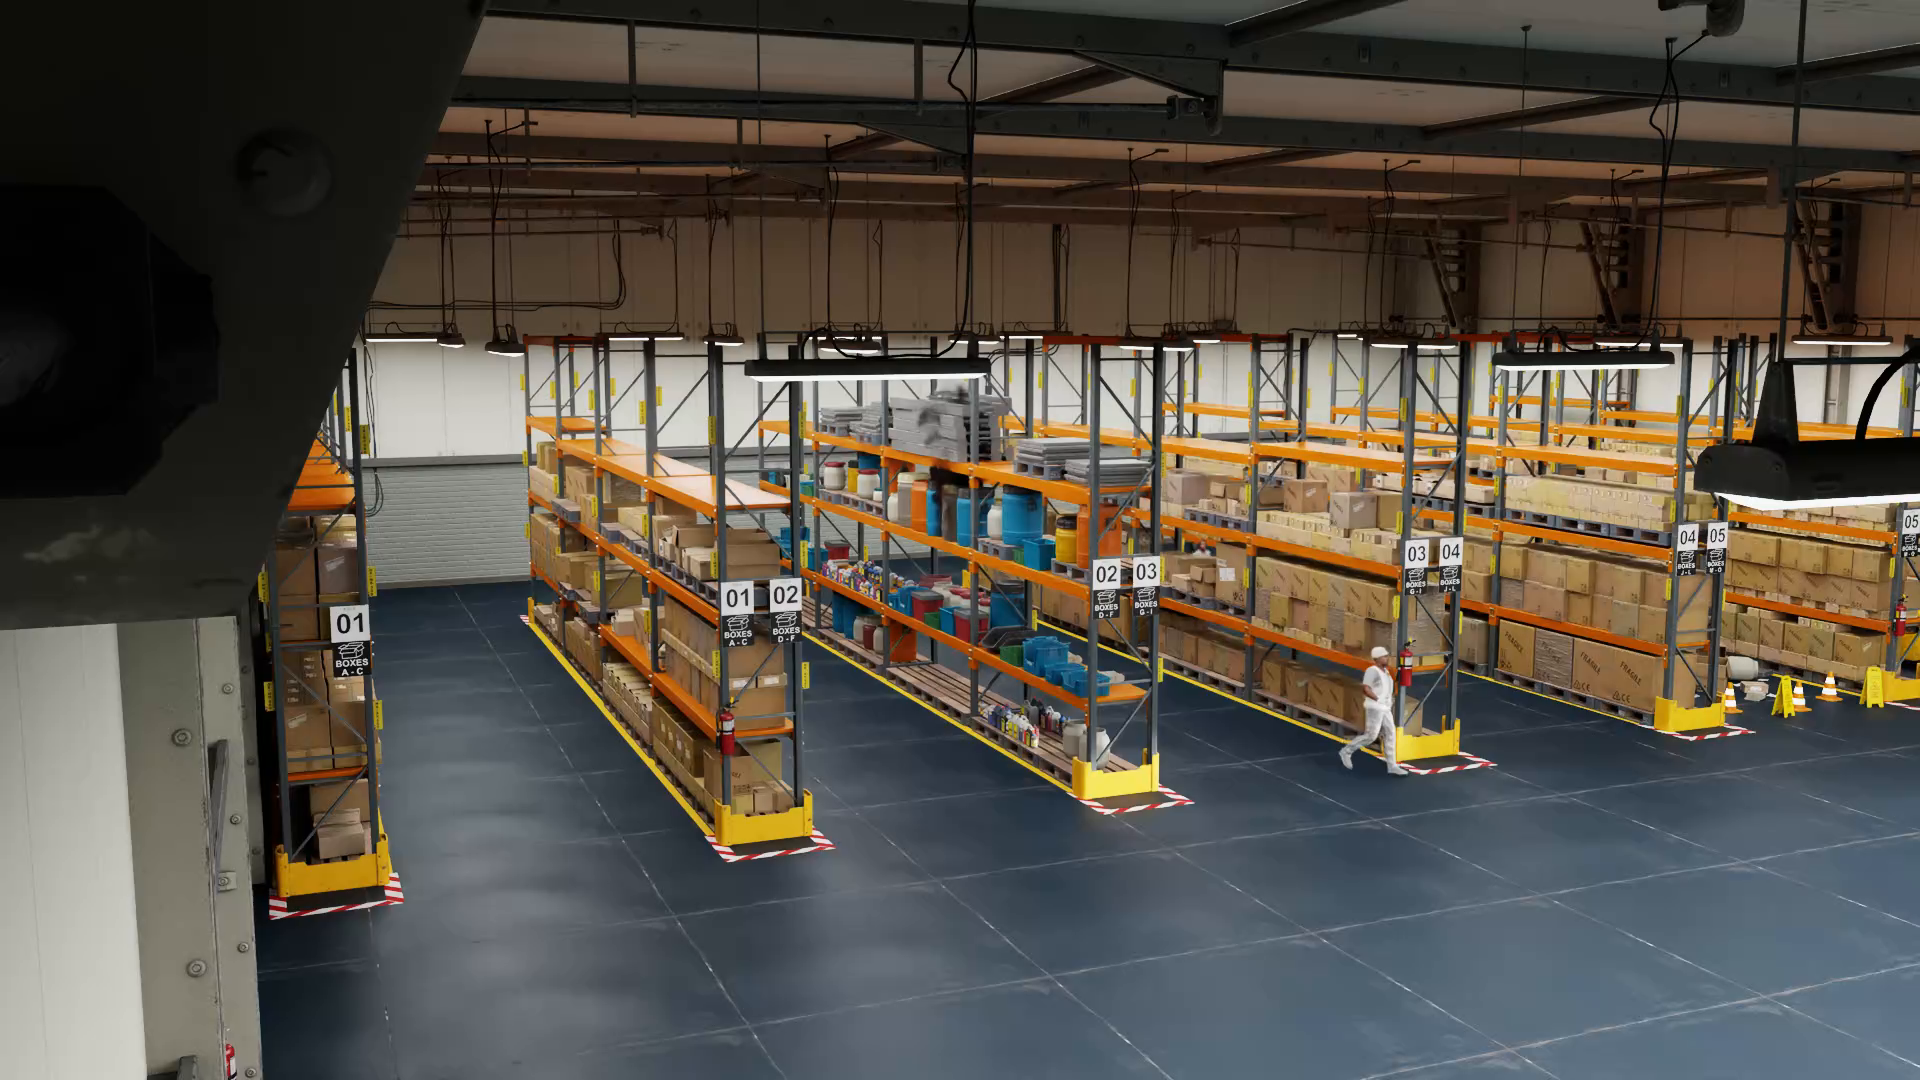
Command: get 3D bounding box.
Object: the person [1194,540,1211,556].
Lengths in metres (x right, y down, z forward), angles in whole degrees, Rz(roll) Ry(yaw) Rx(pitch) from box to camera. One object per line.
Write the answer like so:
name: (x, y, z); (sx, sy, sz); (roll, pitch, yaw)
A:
person: (5.260, 0.769, 36.177); (0.536, 1.558, 0.515); (-2, 8, -17)

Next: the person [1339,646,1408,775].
person: (5.858, 2.360, 23.286); (0.980, 1.754, 0.753); (4, 9, 29)
